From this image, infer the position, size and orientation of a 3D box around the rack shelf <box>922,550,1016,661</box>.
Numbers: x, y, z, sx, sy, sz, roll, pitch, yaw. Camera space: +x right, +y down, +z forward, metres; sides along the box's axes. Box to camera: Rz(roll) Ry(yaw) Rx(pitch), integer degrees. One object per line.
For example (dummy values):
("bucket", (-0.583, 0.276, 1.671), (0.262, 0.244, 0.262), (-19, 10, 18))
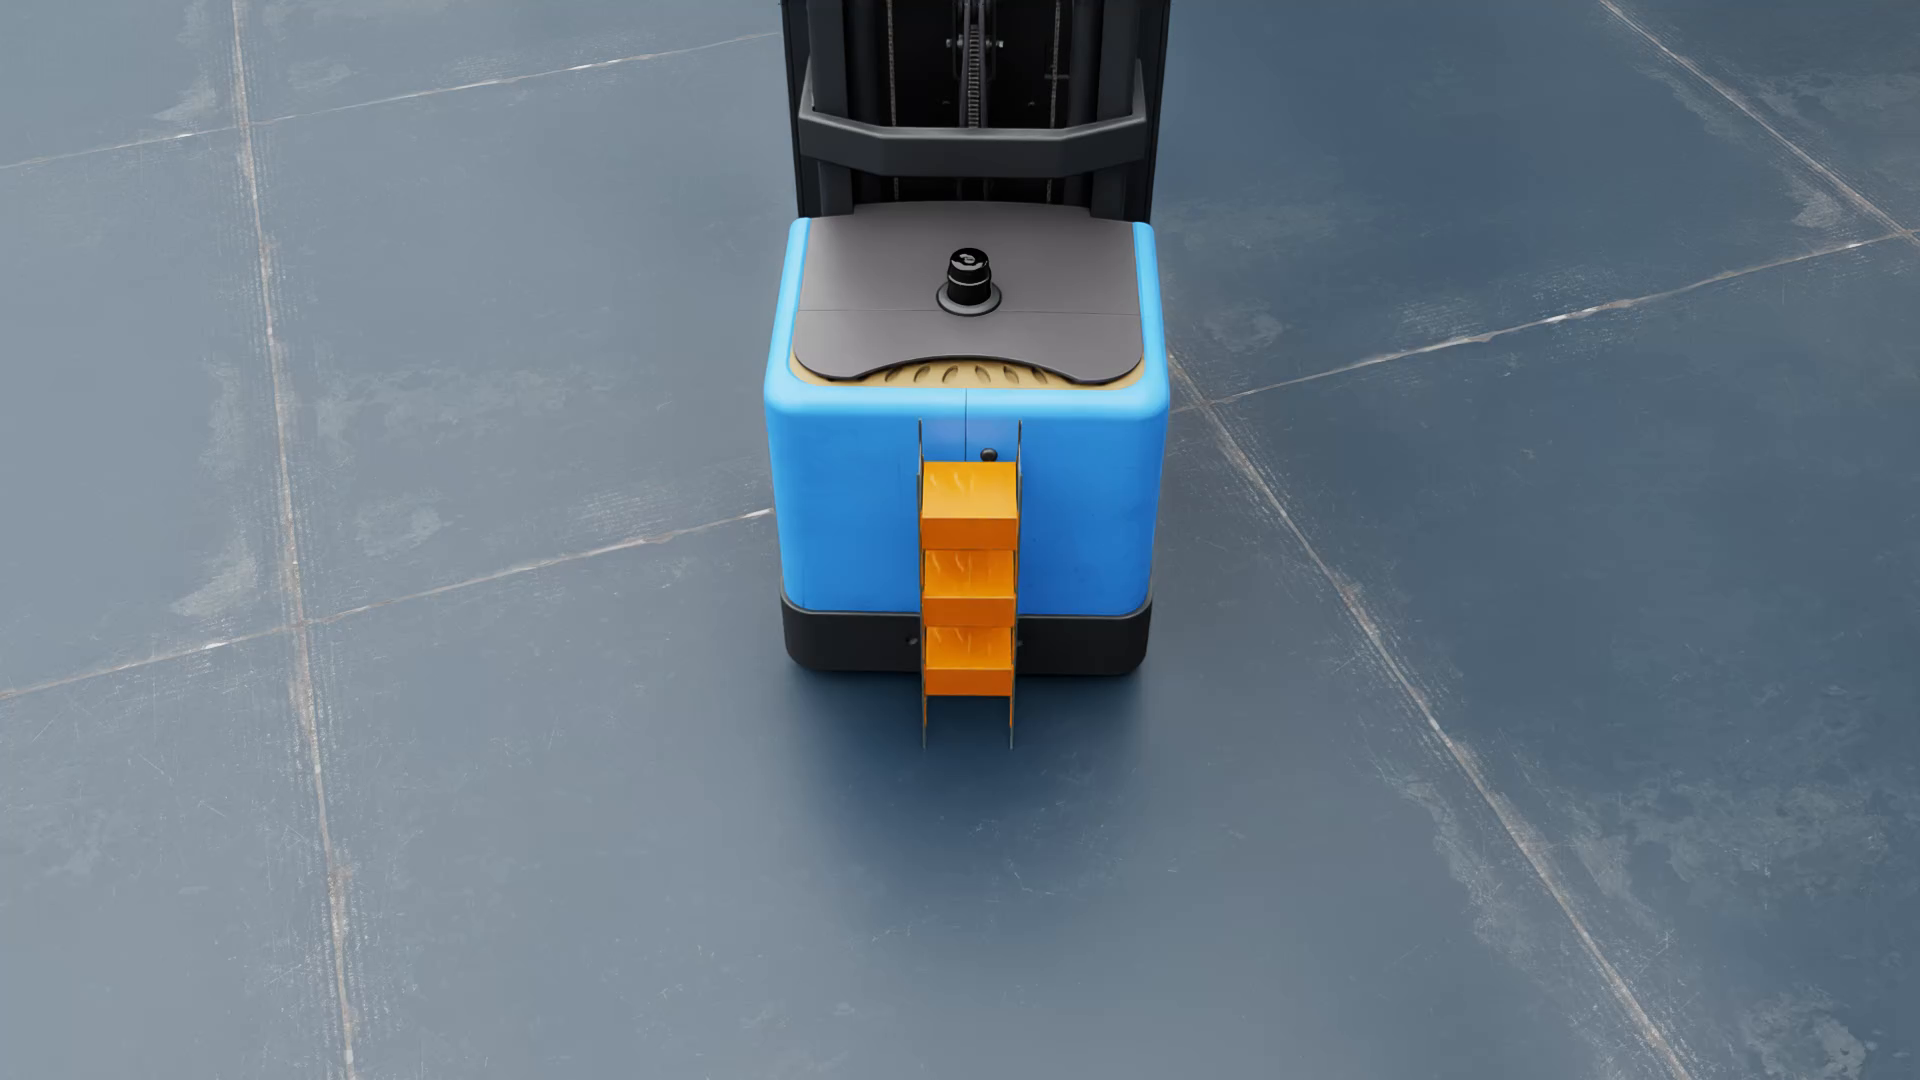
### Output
("rack shelf", (0.024, 0.154, 4.370), (0.240, 0.259, 0.215), (0, 45, 0))

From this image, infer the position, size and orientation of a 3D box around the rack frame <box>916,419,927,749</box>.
("rack frame", (-0.098, 0.146, 4.363), (0.008, 1.050, 0.200), (0, 45, 0))

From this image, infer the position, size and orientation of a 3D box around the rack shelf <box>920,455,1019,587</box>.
("rack shelf", (0.024, -0.046, 4.169), (0.240, 0.259, 0.215), (0, 45, 0))

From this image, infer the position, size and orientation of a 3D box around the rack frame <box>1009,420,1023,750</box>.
("rack frame", (0.146, 0.147, 4.362), (0.008, 1.050, 0.200), (0, 45, 0))

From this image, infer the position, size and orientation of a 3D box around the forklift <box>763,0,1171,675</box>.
("forklift", (0.049, -1.675, 4.850), (1.130, 2.935, 3.031), (1, 45, 1))

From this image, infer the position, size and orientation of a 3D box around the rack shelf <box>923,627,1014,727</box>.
("rack shelf", (0.024, 0.350, 4.567), (0.240, 0.259, 0.215), (0, 45, 0))

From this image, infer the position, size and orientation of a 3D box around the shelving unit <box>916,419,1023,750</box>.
("shelving unit", (0.024, 0.147, 4.363), (0.252, 1.050, 0.215), (0, 45, 0))
